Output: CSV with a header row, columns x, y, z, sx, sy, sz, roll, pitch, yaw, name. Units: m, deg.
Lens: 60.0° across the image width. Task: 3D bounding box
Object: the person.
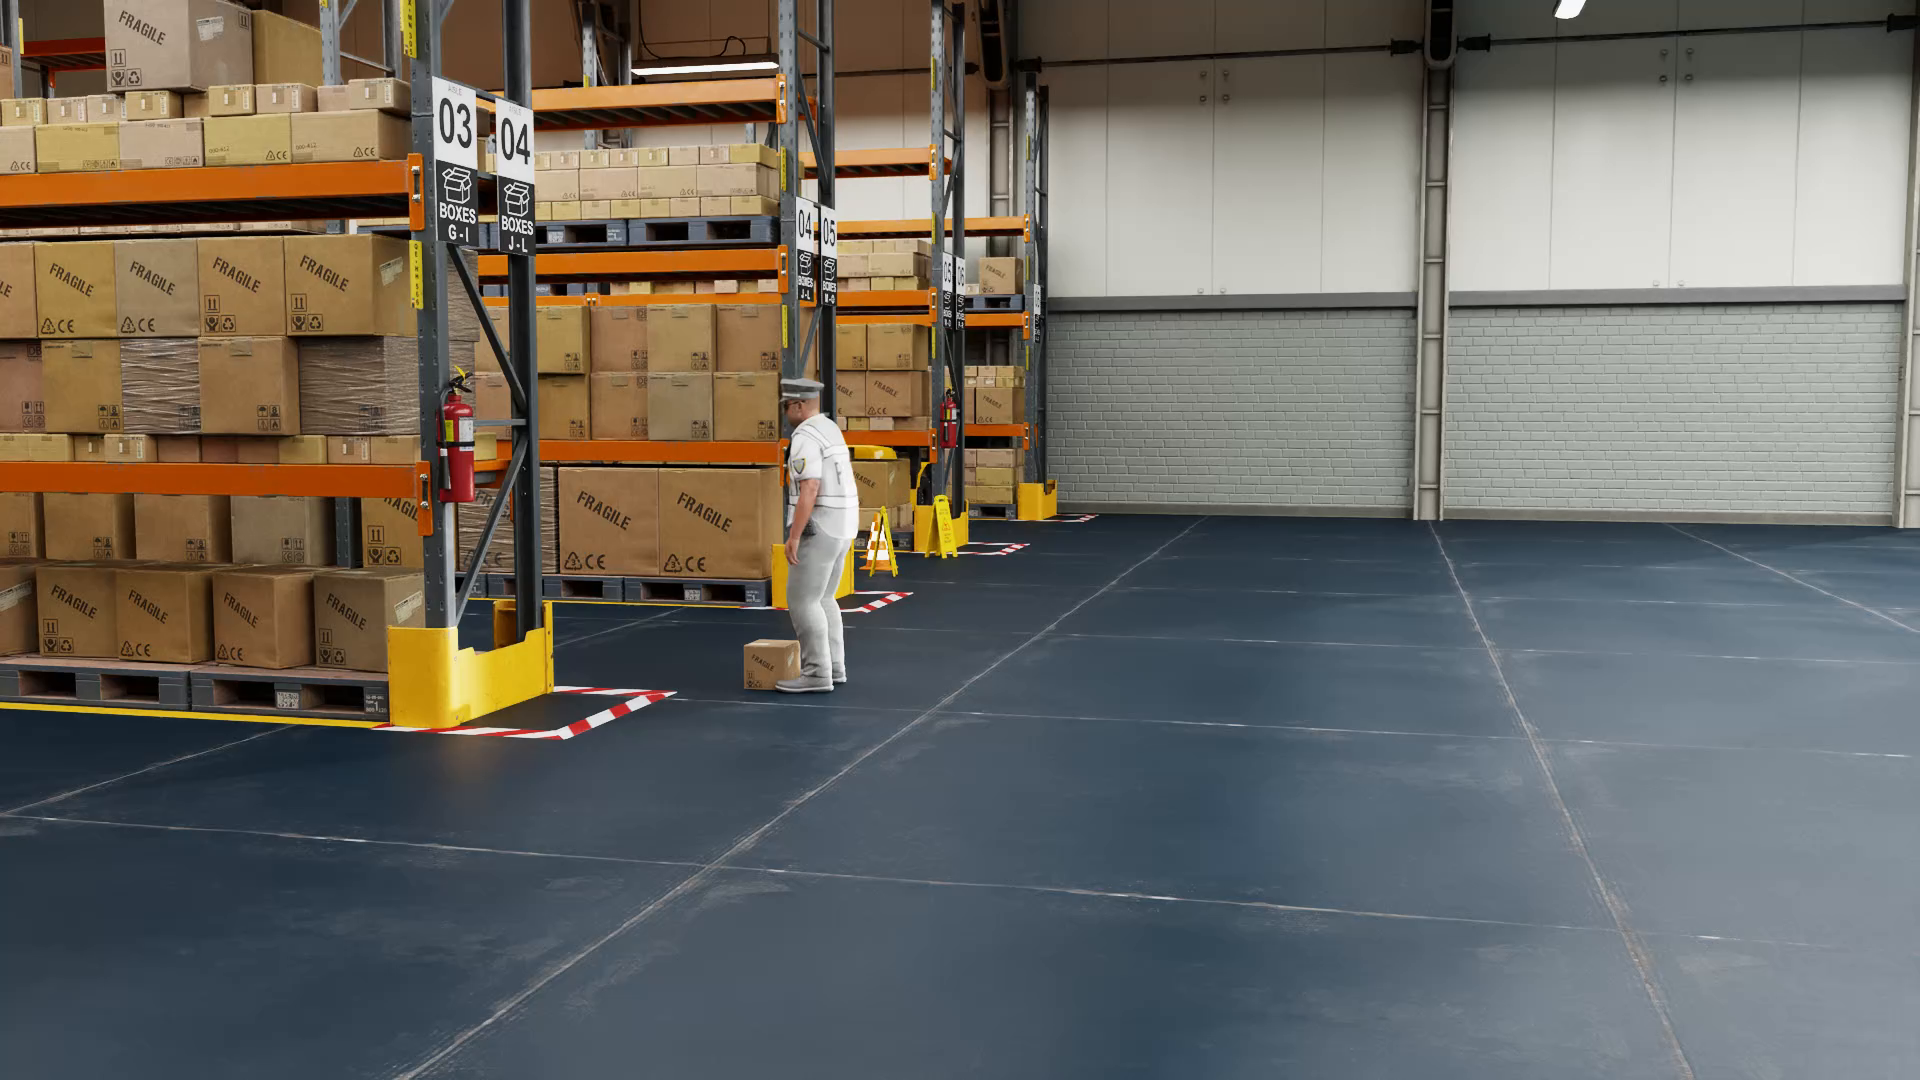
x,y,z,sx,sy,sz,roll,pitch,yaw,name
-0.802,-0.032,9.357,0.436,1.748,0.586,1,5,14,person
